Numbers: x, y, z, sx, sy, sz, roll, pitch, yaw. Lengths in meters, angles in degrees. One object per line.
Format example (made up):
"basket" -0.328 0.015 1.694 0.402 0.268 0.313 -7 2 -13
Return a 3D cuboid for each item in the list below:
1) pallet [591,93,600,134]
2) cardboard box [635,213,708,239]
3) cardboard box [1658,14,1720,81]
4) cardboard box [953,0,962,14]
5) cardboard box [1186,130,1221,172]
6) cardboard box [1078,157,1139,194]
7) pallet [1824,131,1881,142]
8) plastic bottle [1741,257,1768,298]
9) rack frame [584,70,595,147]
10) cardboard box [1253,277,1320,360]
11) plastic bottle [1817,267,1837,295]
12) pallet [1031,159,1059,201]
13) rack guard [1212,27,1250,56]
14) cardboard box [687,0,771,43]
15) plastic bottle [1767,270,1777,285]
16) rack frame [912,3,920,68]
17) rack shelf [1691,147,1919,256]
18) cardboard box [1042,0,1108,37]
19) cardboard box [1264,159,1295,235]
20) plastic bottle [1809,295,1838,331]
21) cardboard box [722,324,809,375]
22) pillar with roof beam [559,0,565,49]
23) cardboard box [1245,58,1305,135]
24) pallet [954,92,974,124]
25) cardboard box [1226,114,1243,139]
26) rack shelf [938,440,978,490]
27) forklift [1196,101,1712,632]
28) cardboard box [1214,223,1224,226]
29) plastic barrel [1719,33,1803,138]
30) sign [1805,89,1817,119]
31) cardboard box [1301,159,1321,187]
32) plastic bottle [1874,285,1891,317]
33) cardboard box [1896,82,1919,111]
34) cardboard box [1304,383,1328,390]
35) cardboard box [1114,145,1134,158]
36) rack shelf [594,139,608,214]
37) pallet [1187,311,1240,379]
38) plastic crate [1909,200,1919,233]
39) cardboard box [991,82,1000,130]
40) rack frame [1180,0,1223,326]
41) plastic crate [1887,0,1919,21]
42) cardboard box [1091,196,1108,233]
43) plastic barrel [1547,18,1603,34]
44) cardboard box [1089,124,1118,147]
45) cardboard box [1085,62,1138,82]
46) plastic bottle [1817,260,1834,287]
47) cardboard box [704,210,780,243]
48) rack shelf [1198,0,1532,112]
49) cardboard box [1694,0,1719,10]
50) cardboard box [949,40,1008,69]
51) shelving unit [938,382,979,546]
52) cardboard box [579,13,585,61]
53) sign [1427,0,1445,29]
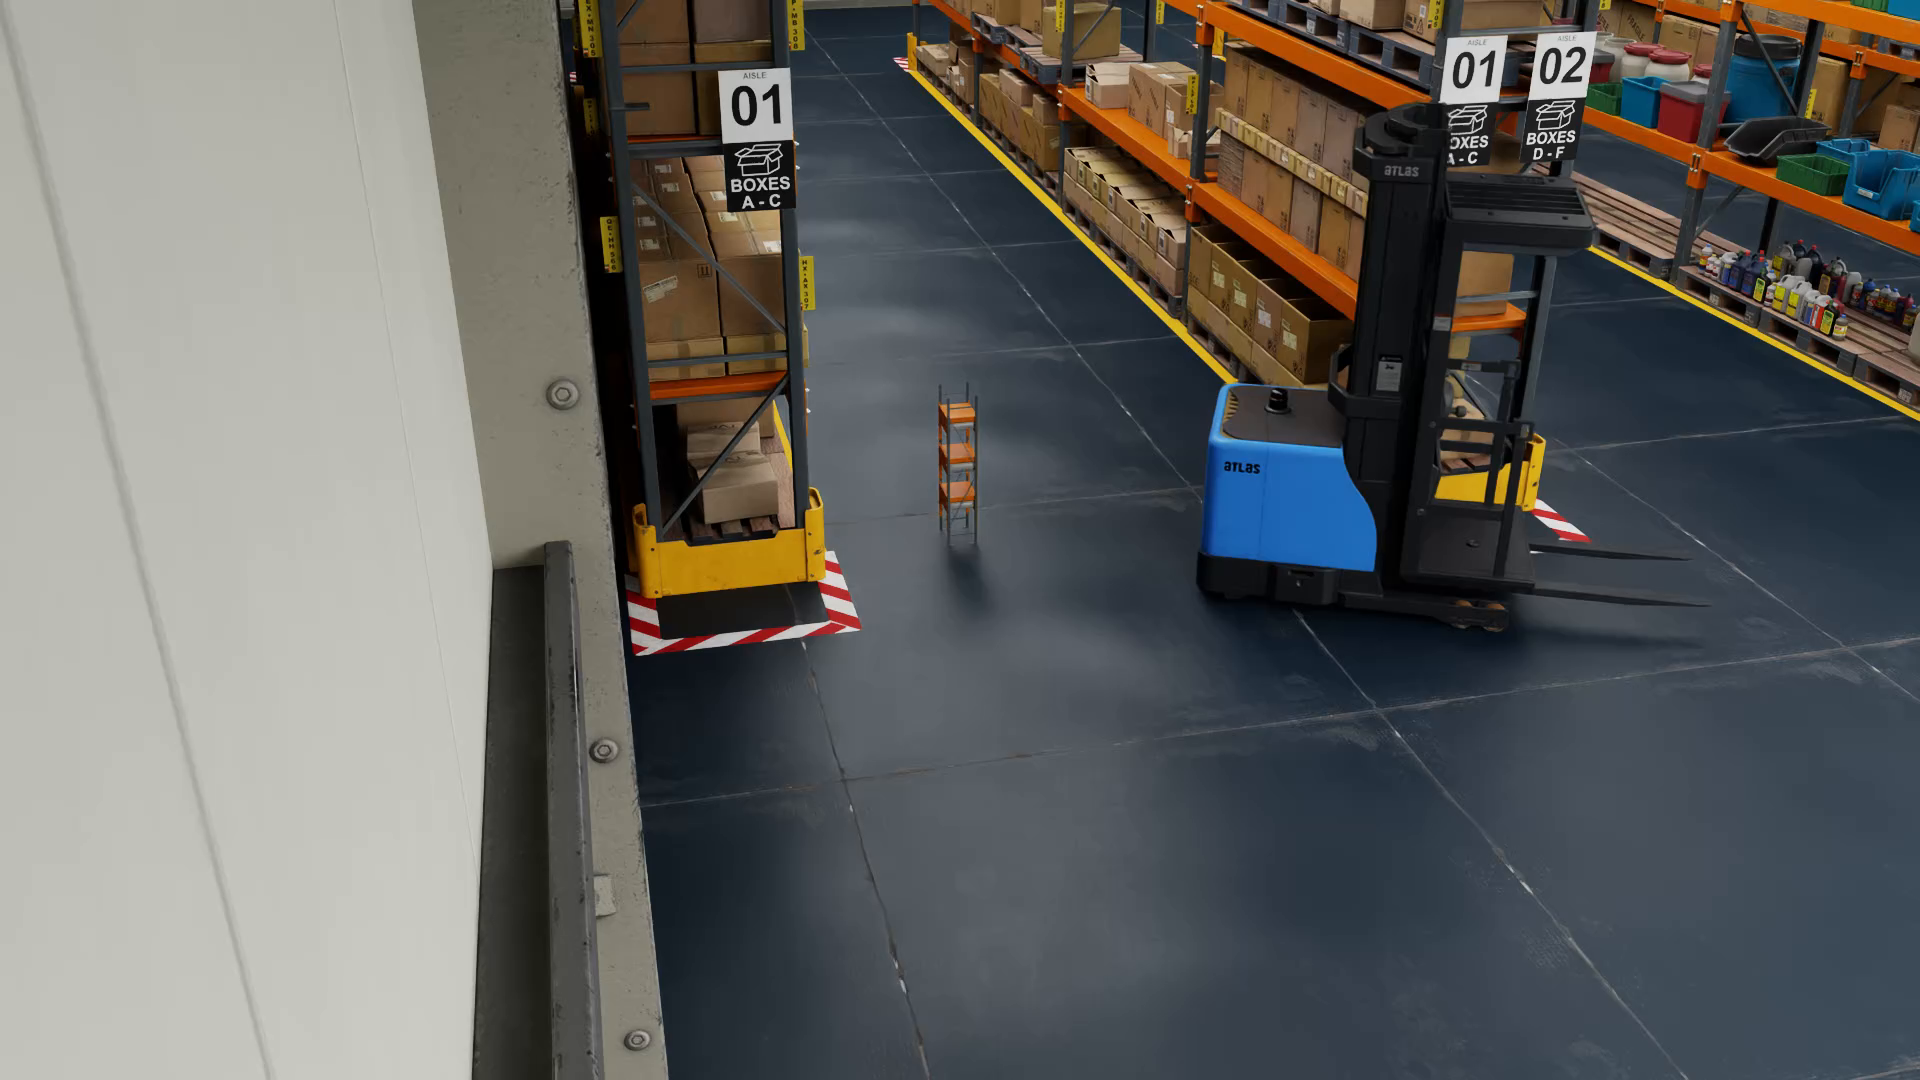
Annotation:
"pallet" -2.976 -4.194 16.289 1.213 0.211 1.003 -6 27 -12
"cardboard box" -1.854 -1.754 10.554 0.500 0.500 0.500 -6 27 -11
"cardboard box" 10.500 -6.807 23.145 1.225 0.875 0.875 -6 27 -11
"cardboard box" 0.204 -7.306 22.132 0.500 0.500 0.500 -5 27 -10
"cardboard box" 2.333 -3.475 14.819 0.500 0.250 0.500 -4 27 -8
"cardboard box" 1.544 -3.807 17.273 0.500 0.311 0.500 -7 28 -13
"pallet" 11.133 -5.199 21.163 1.003 0.211 1.213 -6 27 -12
"plastic bottle" 7.134 -2.366 14.907 0.144 0.351 0.185 -7 28 -14
"rack frame" -4.142 -6.338 20.324 1.000 3.000 0.127 -6 27 -12
"cardboard box" 2.626 -1.731 12.951 0.500 0.500 0.500 -6 27 -12
"plastic bottle" 7.761 -2.314 14.879 0.061 0.283 0.133 -6 27 -12
"pallet" 1.454 -4.173 19.130 1.003 0.211 1.213 -6 27 -12
"rack guard" 4.591 -7.993 26.377 1.175 0.500 0.348 -6 27 -12
"cardboard box" -1.287 -3.102 9.342 0.500 0.500 0.500 -8 28 -15
"plastic bottle" 7.203 -2.270 14.804 0.097 0.271 0.097 0 27 0
"rack frame" -0.218 -8.598 24.803 1.000 3.000 0.127 -6 27 -12
"rack shelf" 7.764 -2.632 13.781 1.077 0.370 4.000 -6 27 -12
"cardboard box" 1.314 -6.004 19.086 0.700 0.500 0.500 -1 27 -2
"cardboard box" 2.827 -2.729 13.064 0.700 0.500 0.500 -6 27 -11
"plastic bottle" 7.344 -1.931 14.128 0.152 0.276 0.135 -6 27 -11
"cardboard box" -1.238 -1.258 10.404 0.500 0.250 0.500 -7 28 -13
"pillar with roof beam" -2.300 -12.306 25.491 9.100 9.000 0.400 -6 27 -12
"cardboard box" 2.708 -3.538 13.227 0.700 0.500 0.500 -6 27 -12
"pallet" 0.530 -5.899 22.549 1.003 0.211 1.213 -6 27 -12
"cardboard box" 2.415 -3.417 13.706 0.380 0.149 0.250 -6 27 -11
"rack shelf" -0.012 -0.483 10.911 0.215 0.259 0.240 -6 27 -12
"forklift" 3.047 -1.020 9.864 3.031 2.935 1.130 6 27 11
"cardboard box" 2.636 -2.747 15.174 0.500 0.311 0.500 -6 27 -11
"plastic barrel" 7.522 -4.256 15.643 0.600 0.901 0.708 -6 27 -12
"sign" 7.852 -4.006 15.397 0.100 0.325 0.005 -6 27 -12
"cardboard box" 2.765 -2.738 12.360 0.380 0.149 0.250 -6 27 -12
"plastic bottle" 8.010 -2.076 14.420 0.097 0.271 0.097 0 27 0
"cardboard box" 11.418 -5.215 19.553 0.500 0.250 0.500 -5 27 -9
"cardboard box" 2.855 -0.958 12.251 0.500 0.250 0.500 -6 27 -12
"cardboard box" 1.943 -4.092 17.837 0.500 0.311 0.500 -5 27 -10
"rack shelf" -2.789 -3.382 15.267 1.077 0.370 4.000 -6 27 -12
"pallet" 2.625 -1.732 14.294 1.003 0.211 1.213 -6 27 -12
"plastic crate" 7.670 -2.484 12.854 0.499 0.251 0.408 -6 27 -12
"cardboard box" 0.687 -5.453 20.856 0.500 0.500 0.500 -6 27 -11
"rack frame" 2.487 -3.330 14.365 1.000 3.000 0.127 -6 27 -12
"plastic crate" 7.492 -4.214 12.805 0.392 0.384 0.575 -6 27 -12
"cardboard box" 1.654 -3.338 16.967 0.500 0.250 0.500 -7 28 -13
"plastic barrel" 6.812 -5.475 18.464 0.600 0.536 0.708 -6 27 -12
"cardboard box" 1.761 -4.396 18.762 0.500 0.500 0.500 -5 27 -9
"cardboard box" 1.625 -4.882 17.539 0.500 0.311 0.500 -4 27 -8
"plastic bottle" 7.860 -2.410 15.069 0.061 0.283 0.133 -4 27 -8
"cardboard box" -1.354 -1.804 10.654 0.500 0.500 0.500 -6 27 -11
"rack shelf" 2.938 -3.470 12.112 1.077 0.370 4.000 -6 27 -12
"cardboard box" 10.310 -7.443 22.403 0.500 0.500 0.500 -6 27 -12
"cardboard box" 0.255 -6.748 23.420 0.797 0.503 0.637 -6 27 -12
"shelving unit" -0.012 -0.492 10.906 0.215 1.050 0.252 -6 27 -12
"cardboard box" -3.942 -5.620 18.438 0.500 0.500 0.500 -5 27 -10
"sign" 2.856 -3.224 9.932 0.100 0.325 0.005 -6 27 -12
